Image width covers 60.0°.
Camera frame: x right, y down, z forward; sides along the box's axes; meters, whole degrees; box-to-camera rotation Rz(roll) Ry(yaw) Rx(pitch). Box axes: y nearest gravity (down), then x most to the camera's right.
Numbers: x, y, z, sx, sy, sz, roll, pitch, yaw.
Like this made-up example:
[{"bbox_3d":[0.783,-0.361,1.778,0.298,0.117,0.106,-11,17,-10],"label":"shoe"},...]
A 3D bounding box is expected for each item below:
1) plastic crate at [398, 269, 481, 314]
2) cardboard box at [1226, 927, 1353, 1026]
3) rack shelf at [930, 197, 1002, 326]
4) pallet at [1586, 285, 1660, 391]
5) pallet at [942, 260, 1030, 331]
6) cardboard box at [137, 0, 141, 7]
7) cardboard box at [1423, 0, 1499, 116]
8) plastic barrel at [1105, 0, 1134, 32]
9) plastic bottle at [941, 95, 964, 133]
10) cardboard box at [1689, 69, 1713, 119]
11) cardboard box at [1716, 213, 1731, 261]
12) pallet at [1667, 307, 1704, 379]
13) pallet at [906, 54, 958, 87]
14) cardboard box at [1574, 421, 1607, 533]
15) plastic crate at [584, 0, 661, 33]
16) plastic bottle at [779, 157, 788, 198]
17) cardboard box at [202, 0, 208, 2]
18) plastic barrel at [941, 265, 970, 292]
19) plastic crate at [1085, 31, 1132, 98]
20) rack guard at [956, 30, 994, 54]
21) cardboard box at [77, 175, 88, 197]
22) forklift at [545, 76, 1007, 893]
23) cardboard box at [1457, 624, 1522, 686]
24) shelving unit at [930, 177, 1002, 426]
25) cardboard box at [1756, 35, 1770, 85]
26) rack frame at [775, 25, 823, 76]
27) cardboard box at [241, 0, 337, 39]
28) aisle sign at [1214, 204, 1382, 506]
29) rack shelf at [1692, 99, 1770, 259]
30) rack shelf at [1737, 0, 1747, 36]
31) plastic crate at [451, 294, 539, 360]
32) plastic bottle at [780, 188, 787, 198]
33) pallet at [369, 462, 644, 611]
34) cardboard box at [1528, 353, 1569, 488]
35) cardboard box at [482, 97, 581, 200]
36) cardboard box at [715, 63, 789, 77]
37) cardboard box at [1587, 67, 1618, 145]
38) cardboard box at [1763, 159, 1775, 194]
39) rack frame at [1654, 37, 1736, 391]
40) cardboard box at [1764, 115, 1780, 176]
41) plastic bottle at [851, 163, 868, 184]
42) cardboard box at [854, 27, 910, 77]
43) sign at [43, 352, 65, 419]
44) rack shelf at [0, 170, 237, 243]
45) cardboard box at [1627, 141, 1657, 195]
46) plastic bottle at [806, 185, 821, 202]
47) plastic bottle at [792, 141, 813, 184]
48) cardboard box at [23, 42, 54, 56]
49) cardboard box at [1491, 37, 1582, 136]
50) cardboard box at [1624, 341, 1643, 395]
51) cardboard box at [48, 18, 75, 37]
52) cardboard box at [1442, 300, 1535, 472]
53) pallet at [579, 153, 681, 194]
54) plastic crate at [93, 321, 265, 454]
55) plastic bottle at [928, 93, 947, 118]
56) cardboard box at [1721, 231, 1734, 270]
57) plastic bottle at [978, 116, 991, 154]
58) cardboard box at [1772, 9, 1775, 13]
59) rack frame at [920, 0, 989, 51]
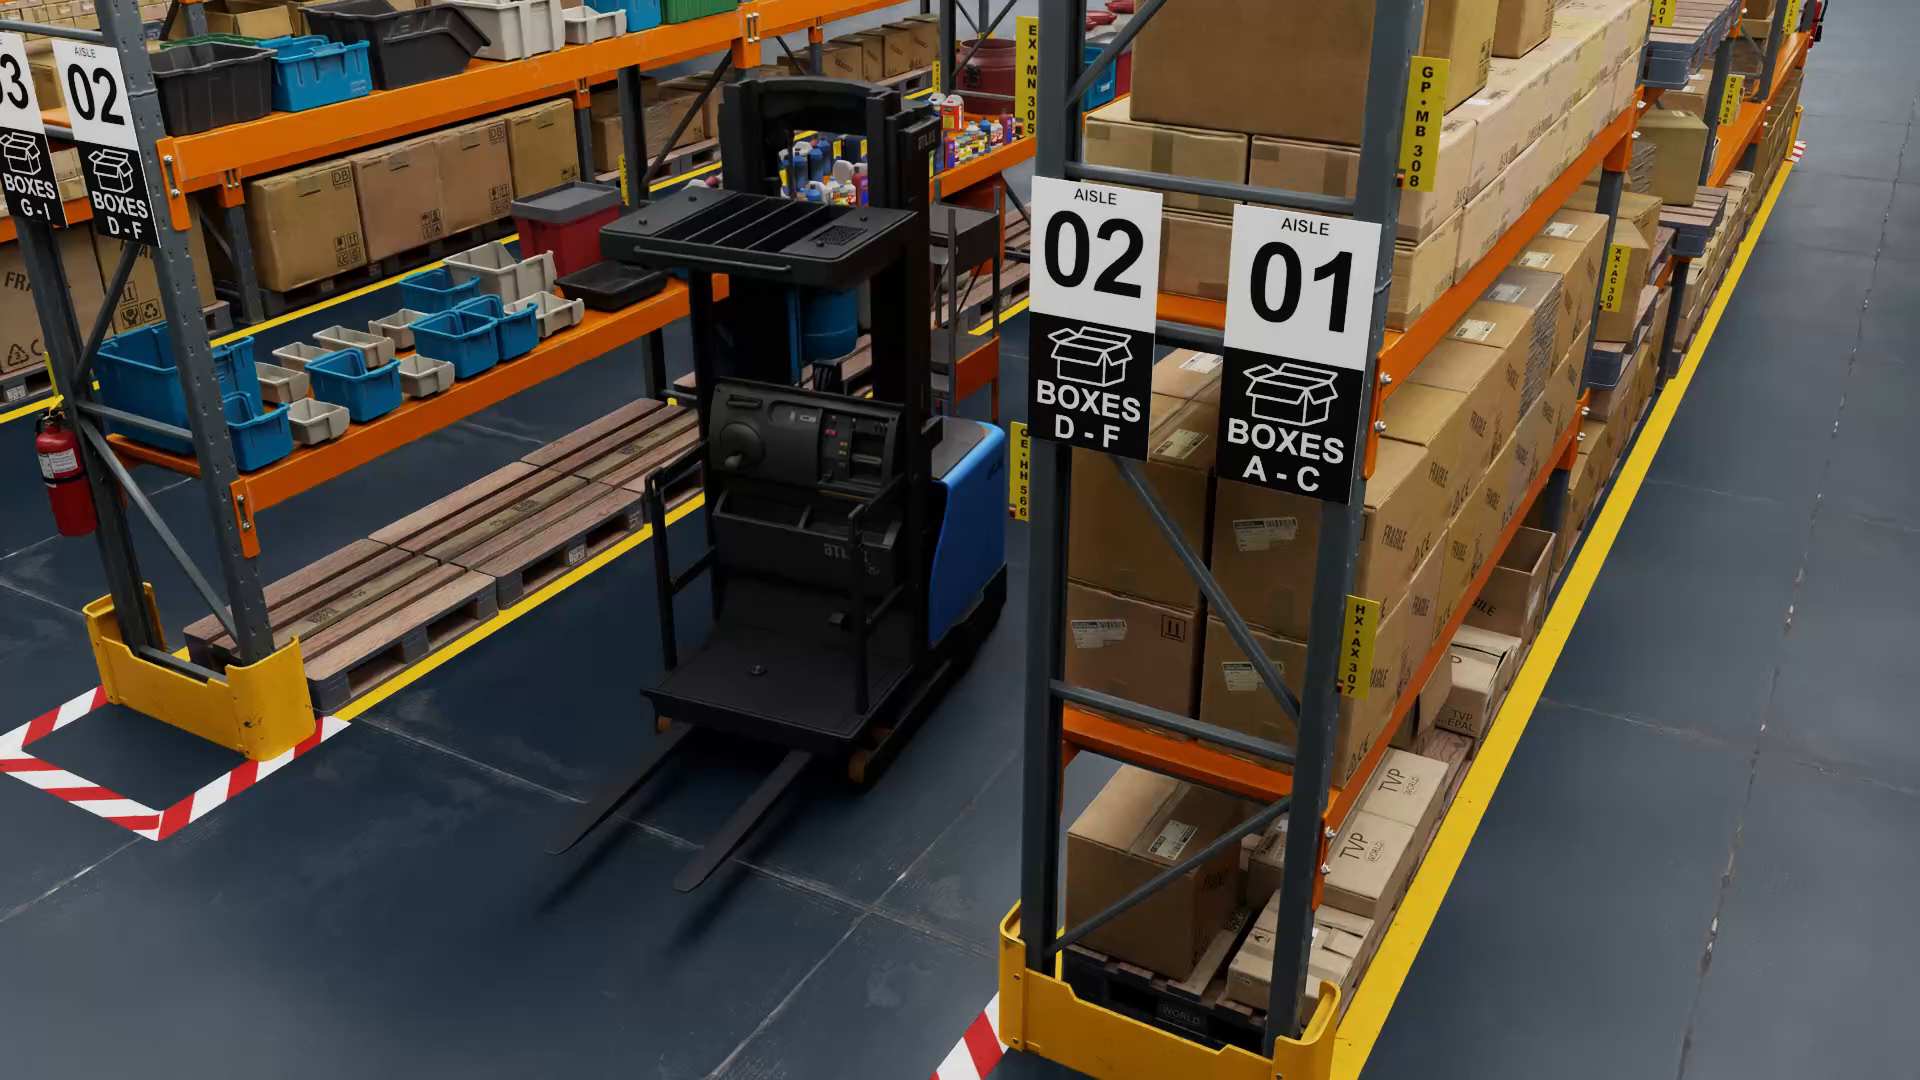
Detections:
[{"bbox_3d":[-2.850,-1.320,9.156,0.416,0.233,0.300,14,30,26],"label":"plastic crate"},{"bbox_3d":[1.179,1.572,5.953,0.380,0.149,0.250,14,30,26],"label":"cardboard box"},{"bbox_3d":[-0.081,-1.488,8.844,0.431,0.518,0.480,14,30,26],"label":"rack shelf"},{"bbox_3d":[3.129,-1.179,8.969,1.003,0.211,1.213,14,30,26],"label":"pallet"},{"bbox_3d":[-0.053,-2.066,13.640,1.003,0.211,1.213,14,30,26],"label":"pallet"},{"bbox_3d":[-8.510,-5.462,16.789,0.380,0.149,0.250,14,30,26],"label":"cardboard box"},{"bbox_3d":[1.232,-1.632,5.080,0.700,0.500,0.500,14,30,26],"label":"cardboard box"},{"bbox_3d":[1.605,-4.924,16.084,0.433,0.535,0.433,0,27,0],"label":"plastic barrel"},{"bbox_3d":[-0.063,-3.443,13.415,0.152,0.276,0.135,14,30,26],"label":"plastic bottle"},{"bbox_3d":[5.679,-3.444,13.167,0.500,0.500,0.500,14,30,26],"label":"cardboard box"},{"bbox_3d":[5.879,-2.490,13.350,0.500,0.311,0.500,14,30,25],"label":"cardboard box"},{"bbox_3d":[5.048,-1.602,12.714,1.003,0.211,1.213,14,30,26],"label":"pallet"},{"bbox_3d":[-0.546,-6.252,22.004,1.003,0.211,1.213,14,30,26],"label":"pallet"},{"bbox_3d":[3.344,-0.402,9.503,0.500,0.500,0.500,15,30,27],"label":"cardboard box"},{"bbox_3d":[-1.839,-2.911,9.051,0.416,0.233,0.300,14,30,26],"label":"plastic crate"},{"bbox_3d":[-1.286,-2.519,11.485,0.144,0.351,0.185,14,30,26],"label":"plastic bottle"},{"bbox_3d":[-8.125,-5.633,17.464,0.380,0.149,0.250,15,30,27],"label":"cardboard box"},{"bbox_3d":[-0.127,-2.270,13.244,0.421,0.512,0.421,0,27,0],"label":"plastic barrel"},{"bbox_3d":[1.360,-4.220,14.758,0.402,0.464,0.583,14,30,26],"label":"plastic crate"},{"bbox_3d":[-0.116,-6.690,22.556,1.175,0.500,0.348,14,30,26],"label":"rack guard"},{"bbox_3d":[-6.226,-2.557,11.787,0.380,0.149,0.250,15,30,27],"label":"cardboard box"},{"bbox_3d":[-0.789,-0.417,7.308,1.130,2.935,3.031,11,29,20],"label":"forklift"},{"bbox_3d":[2.476,0.544,8.005,0.380,0.149,0.250,14,30,26],"label":"cardboard box"},{"bbox_3d":[-0.081,-0.874,9.151,0.431,2.100,0.503,14,30,26],"label":"shelving unit"},{"bbox_3d":[7.043,-4.522,15.320,0.700,0.500,0.500,14,30,26],"label":"cardboard box"},{"bbox_3d":[-2.046,-6.278,18.941,1.000,3.000,0.127,14,30,26],"label":"rack frame"},{"bbox_3d":[-5.327,-4.170,13.496,0.797,0.503,0.637,15,30,27],"label":"cardboard box"},{"bbox_3d":[0.896,-0.490,4.474,0.394,0.787,0.004,14,30,26],"label":"aisle sign"},{"bbox_3d":[5.593,-2.994,13.185,1.077,0.370,4.000,14,30,26],"label":"rack shelf"},{"bbox_3d":[5.593,-4.336,12.513,1.077,0.370,4.000,14,30,26],"label":"rack shelf"},{"bbox_3d":[-2.434,-1.117,8.750,0.416,0.233,0.300,14,30,26],"label":"plastic crate"},{"bbox_3d":[-1.194,-2.130,10.708,0.144,0.351,0.185,14,30,26],"label":"plastic bottle"},{"bbox_3d":[-2.597,-0.051,9.615,1.003,0.211,1.213,14,30,26],"label":"pallet"},{"bbox_3d":[2.366,-0.570,7.426,0.500,0.500,0.500,15,30,28],"label":"cardboard box"},{"bbox_3d":[-4.371,-3.693,15.681,1.225,0.875,0.875,13,29,24],"label":"cardboard box"},{"bbox_3d":[-2.367,-5.123,18.934,0.700,0.500,0.500,12,29,22],"label":"cardboard box"},{"bbox_3d":[2.378,-1.811,6.834,0.500,0.250,0.500,14,30,26],"label":"cardboard box"},{"bbox_3d":[7.570,-3.555,16.104,0.500,0.250,0.500,14,30,26],"label":"cardboard box"},{"bbox_3d":[4.609,-2.537,11.467,1.000,3.000,0.127,14,30,26],"label":"rack frame"},{"bbox_3d":[7.317,-3.698,15.550,0.500,0.500,0.500,14,30,26],"label":"cardboard box"},{"bbox_3d":[-0.654,-2.472,11.476,0.152,0.276,0.135,14,30,26],"label":"plastic bottle"},{"bbox_3d":[-0.989,-6.187,21.083,0.500,0.500,0.500,17,31,31],"label":"cardboard box"},{"bbox_3d":[-4.124,-0.699,7.613,0.100,0.325,0.005,14,30,26],"label":"sign"},{"bbox_3d":[-6.965,-2.060,11.317,1.077,0.370,4.000,14,30,26],"label":"rack shelf"},{"bbox_3d":[3.781,-2.185,10.182,0.700,0.500,0.500,21,33,35],"label":"cardboard box"},{"bbox_3d":[-0.963,-2.200,10.938,0.097,0.271,0.097,0,27,0],"label":"plastic bottle"},{"bbox_3d":[-1.149,-2.721,11.973,0.152,0.276,0.135,14,30,26],"label":"plastic bottle"},{"bbox_3d":[-6.689,-3.241,11.872,0.500,0.500,0.500,14,30,26],"label":"cardboard box"},{"bbox_3d":[1.895,-1.643,5.940,0.500,0.250,0.500,14,30,26],"label":"cardboard box"},{"bbox_3d":[3.830,-1.112,10.084,0.500,0.250,0.500,14,30,25],"label":"cardboard box"},{"bbox_3d":[-8.892,-5.028,16.254,0.380,0.149,0.250,13,29,24],"label":"cardboard box"},{"bbox_3d":[1.872,-0.623,6.415,0.500,0.500,0.500,14,30,26],"label":"cardboard box"},{"bbox_3d":[-3.628,-3.777,17.059,1.003,0.211,1.213,14,30,26],"label":"pallet"},{"bbox_3d":[-3.635,-0.725,7.742,0.616,0.435,0.499,14,30,26],"label":"plastic crate"},{"bbox_3d":[-0.196,-3.476,13.482,0.152,0.276,0.135,14,30,26],"label":"plastic bottle"},{"bbox_3d":[6.124,-2.432,13.860,0.500,0.250,0.500,15,30,27],"label":"cardboard box"},{"bbox_3d":[0.189,-3.113,12.762,0.097,0.271,0.097,0,27,0],"label":"plastic bottle"},{"bbox_3d":[7.127,-4.691,14.934,0.380,0.149,0.250,13,30,25],"label":"cardboard box"},{"bbox_3d":[-0.078,-7.837,22.056,1.000,3.000,0.127,14,30,26],"label":"rack frame"}]
